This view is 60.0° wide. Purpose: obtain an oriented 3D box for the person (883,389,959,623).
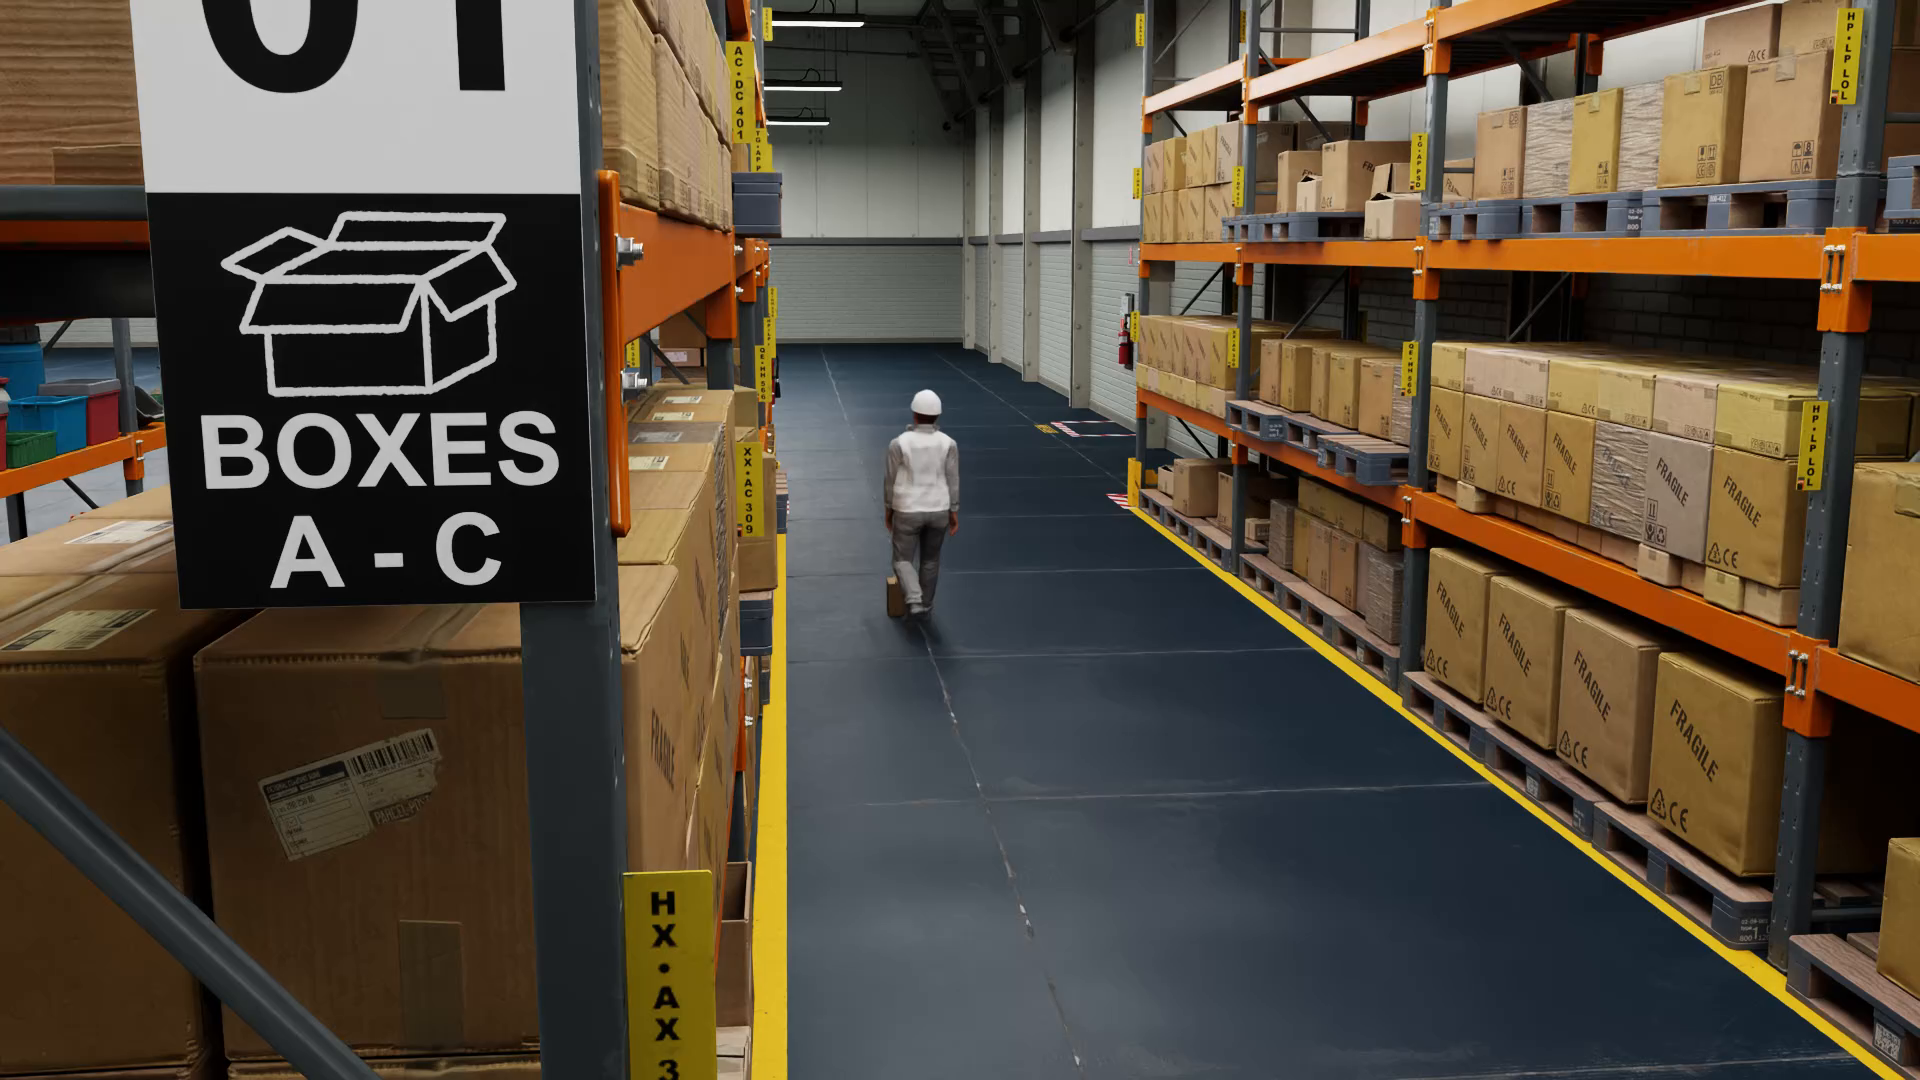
[{"bbox_3d":[-0.298,-0.234,12.165,0.552,1.751,0.803,-2,10,-13],"label":"person"}]
